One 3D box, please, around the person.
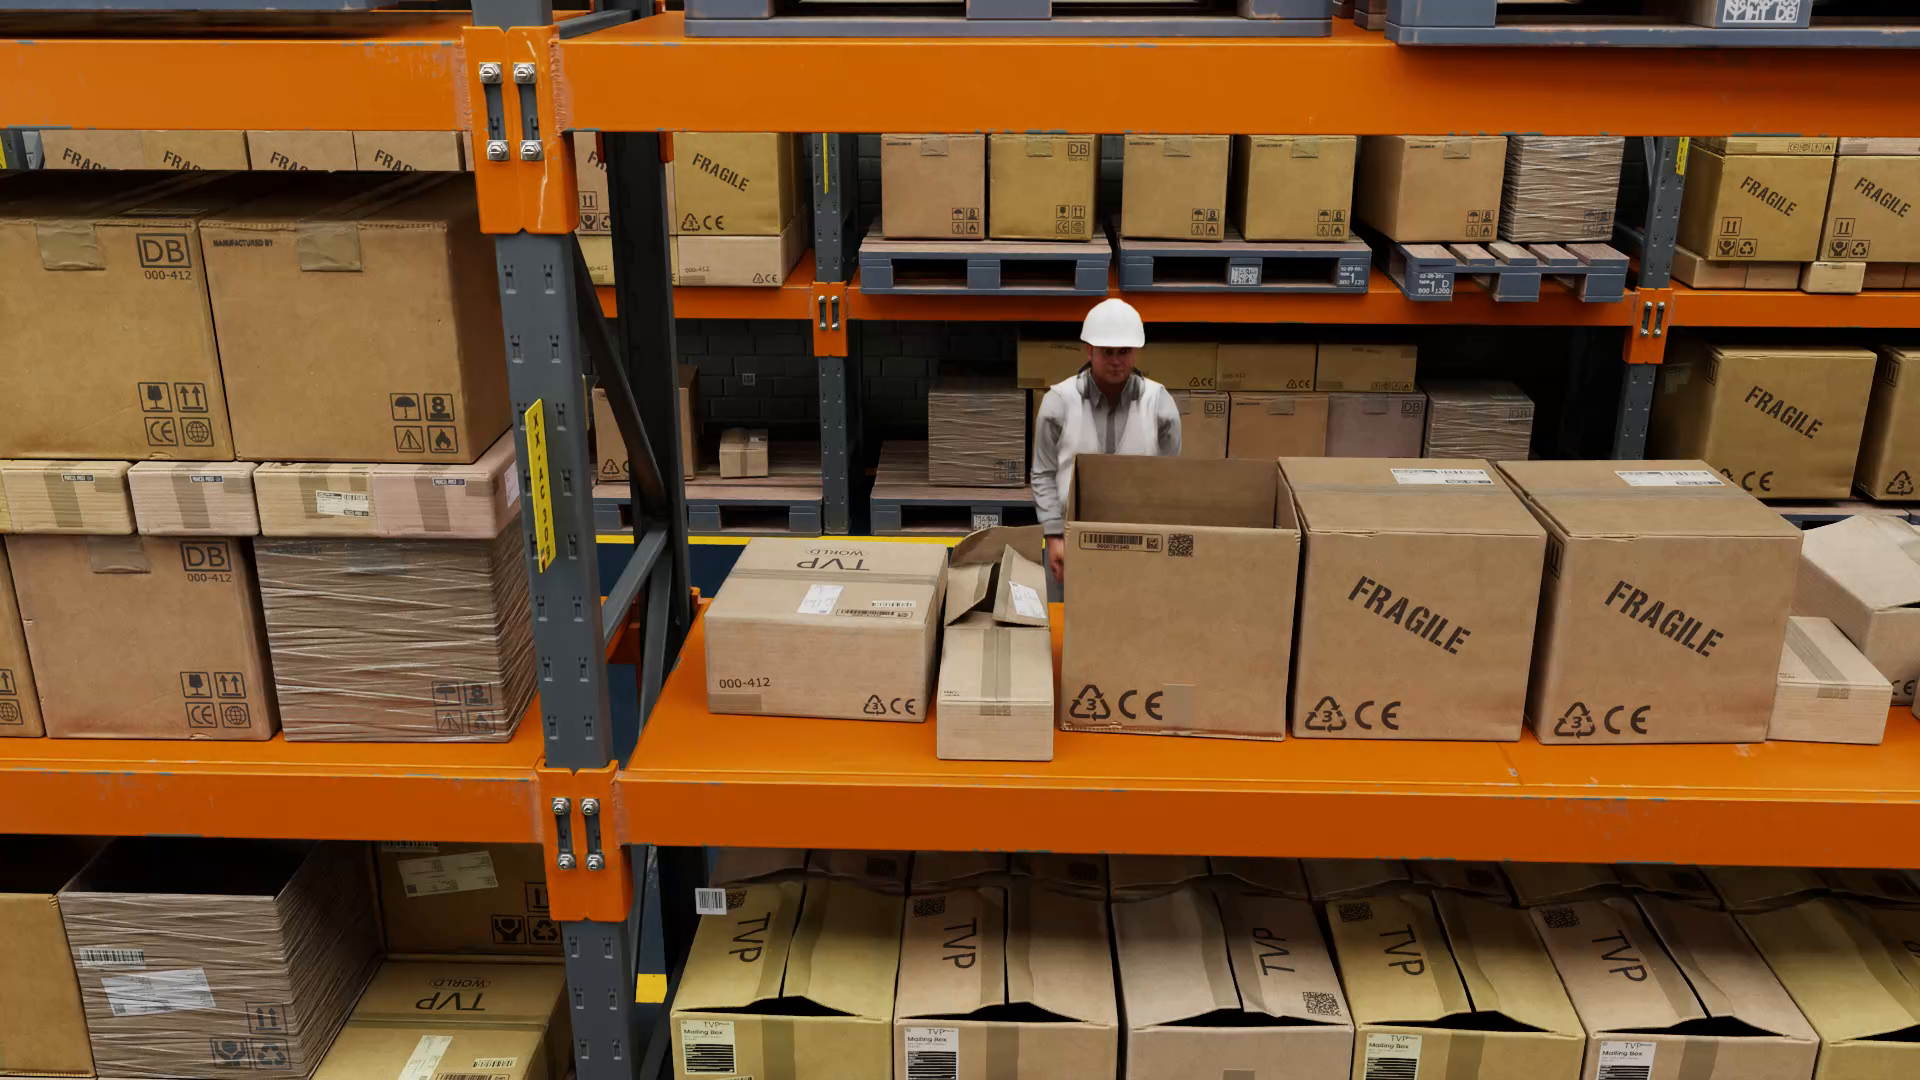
[{"bbox_3d":[0.522,0.013,5.997,0.546,1.779,0.470,0,21,1],"label":"person"}]
